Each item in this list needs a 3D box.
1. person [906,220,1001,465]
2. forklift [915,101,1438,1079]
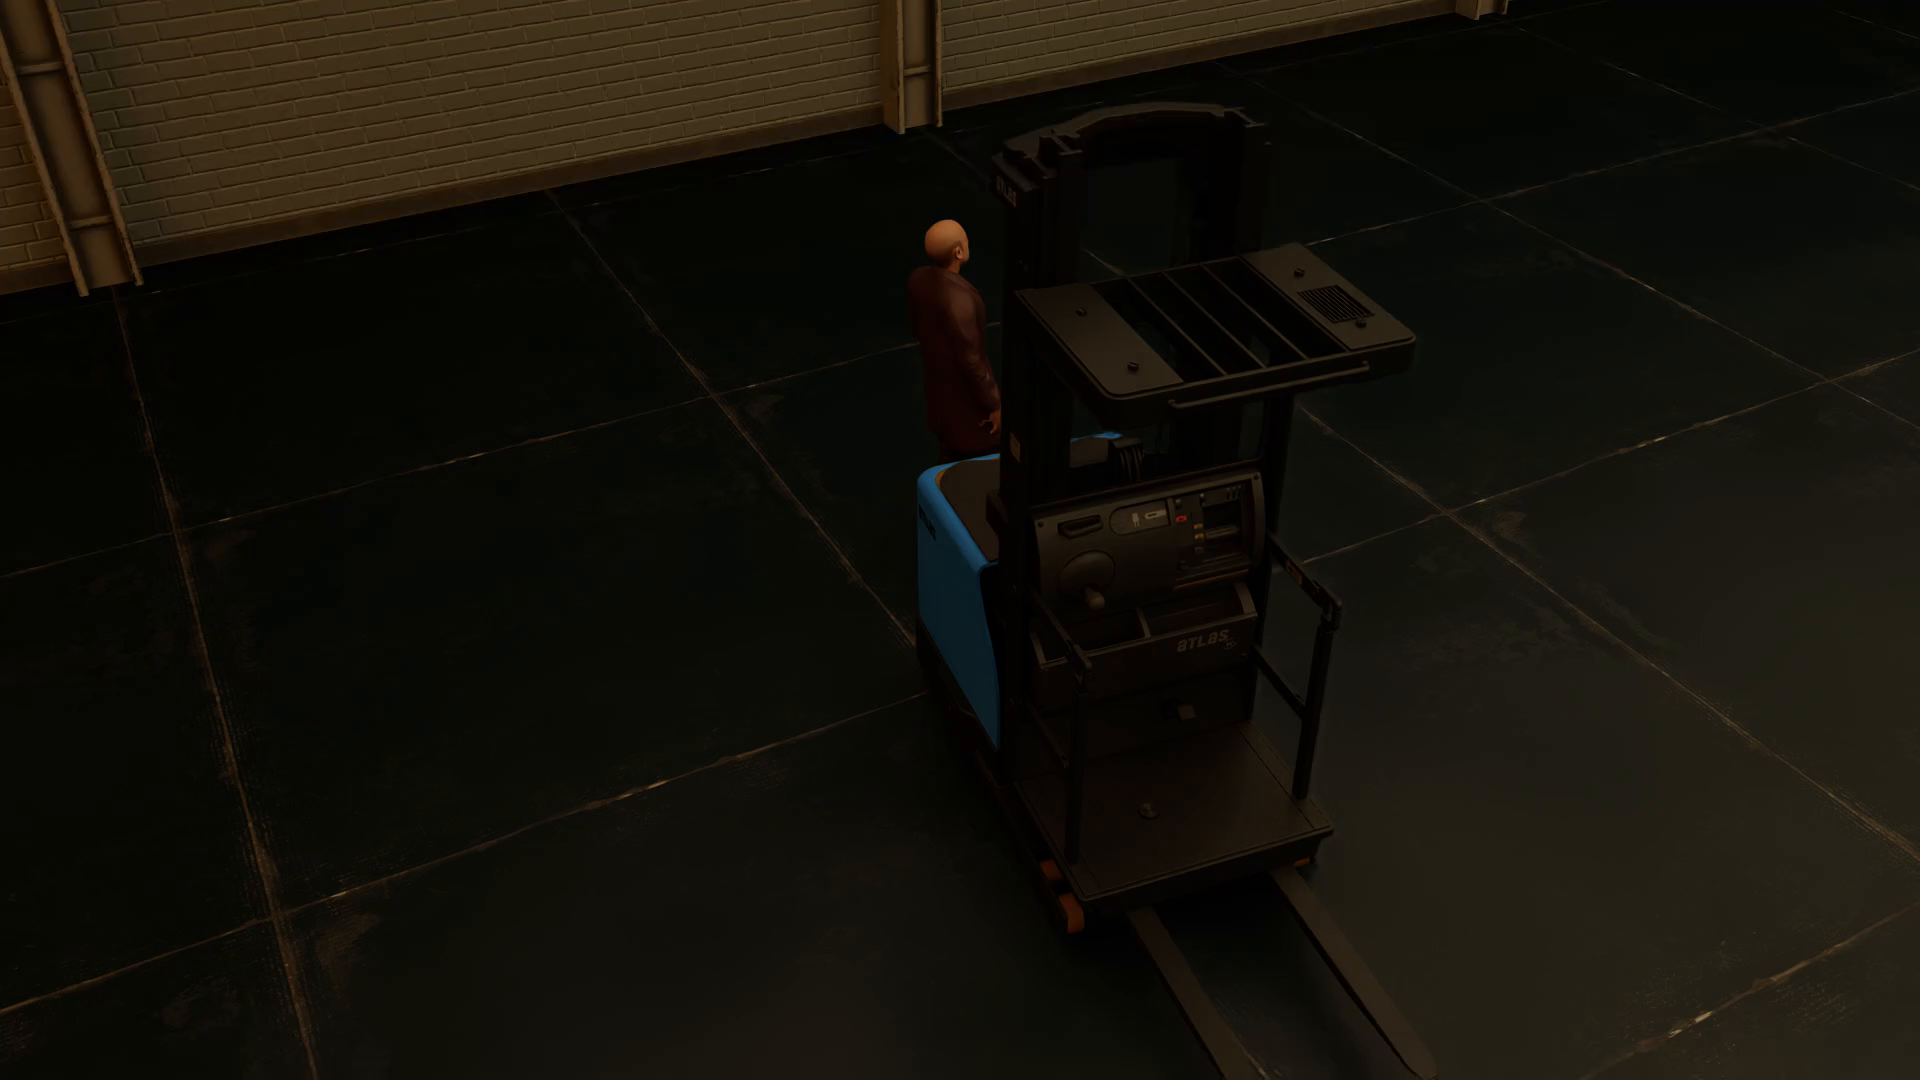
[{"bbox_3d":[0.082,-0.760,8.188,0.567,1.778,0.700,-17,39,-23],"label":"person"},{"bbox_3d":[0.790,0.067,6.029,1.130,2.935,3.031,-12,37,-17],"label":"forklift"}]
